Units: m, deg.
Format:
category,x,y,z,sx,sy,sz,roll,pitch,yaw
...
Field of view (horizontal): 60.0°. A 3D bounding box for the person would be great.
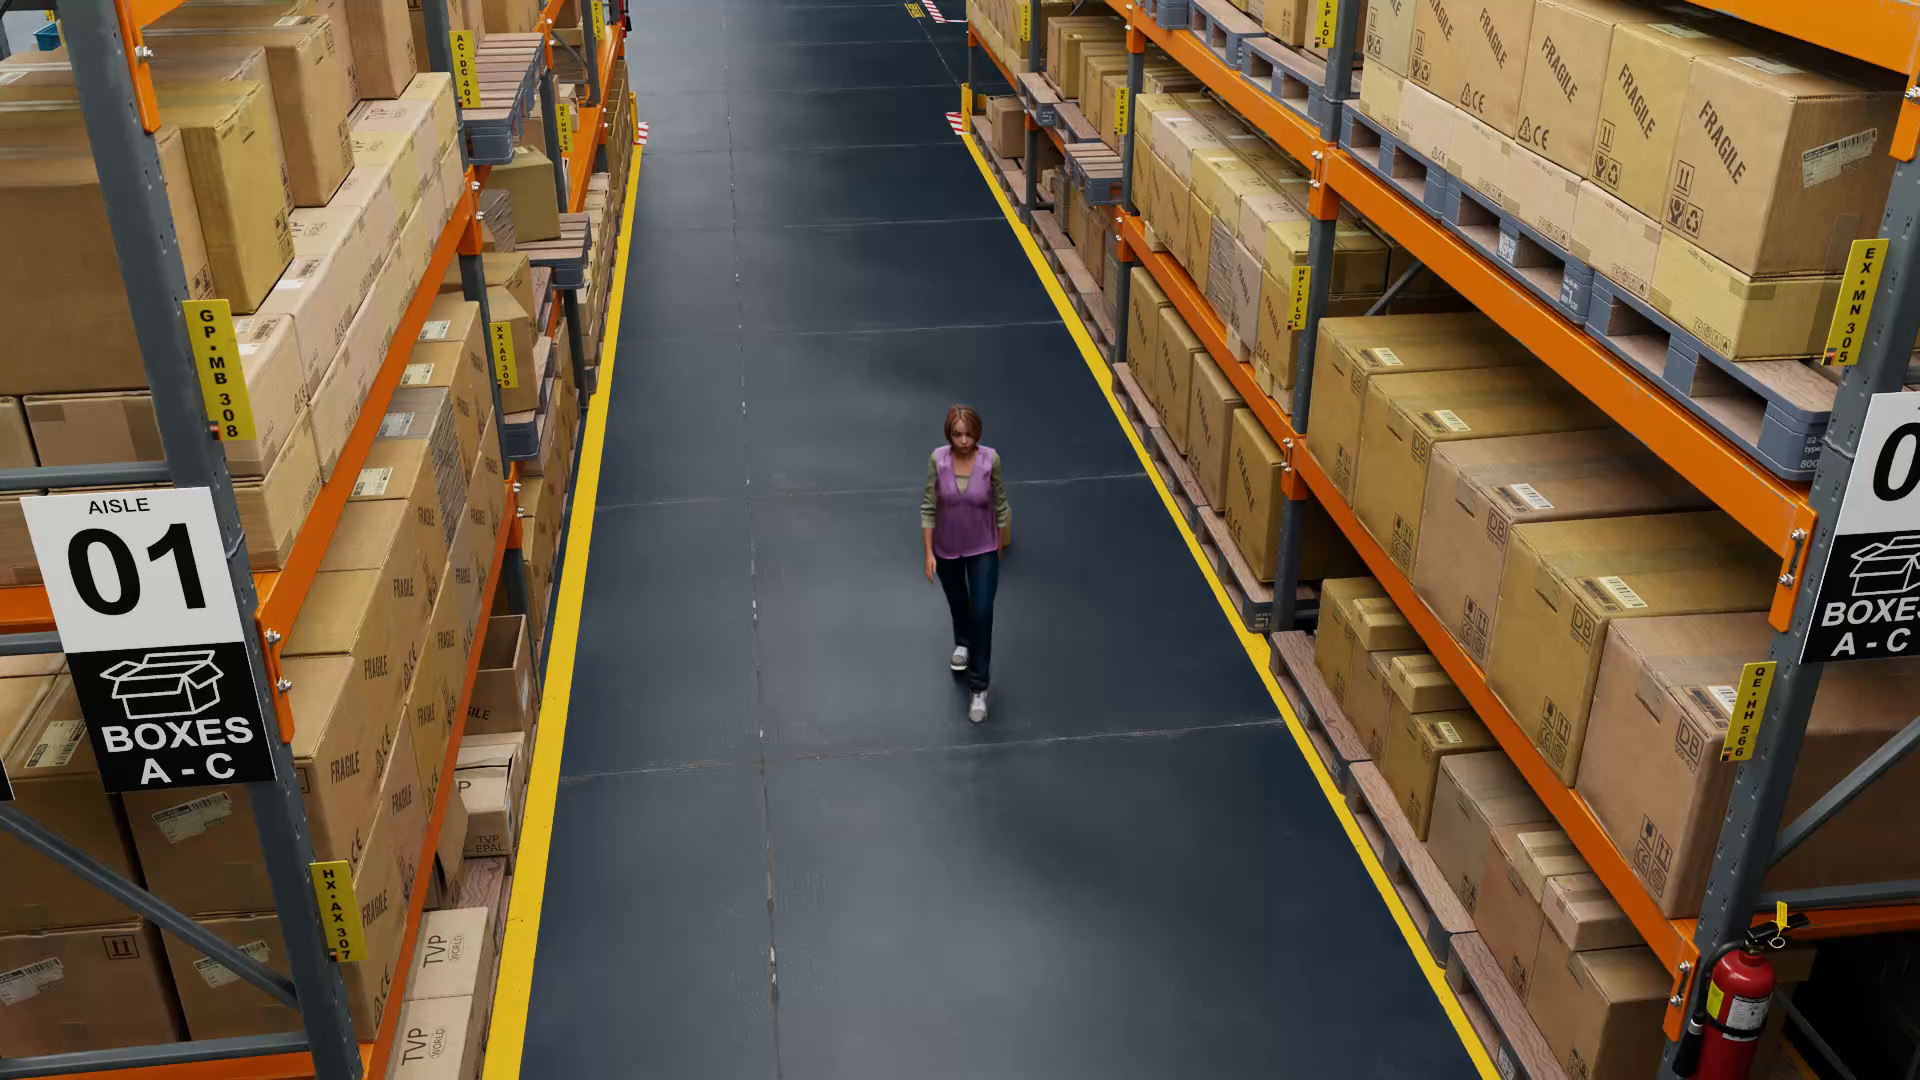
category,x,y,z,sx,sy,sz,roll,pitch,yaw
person,0.015,0.080,8.479,0.429,1.619,0.716,3,28,7
